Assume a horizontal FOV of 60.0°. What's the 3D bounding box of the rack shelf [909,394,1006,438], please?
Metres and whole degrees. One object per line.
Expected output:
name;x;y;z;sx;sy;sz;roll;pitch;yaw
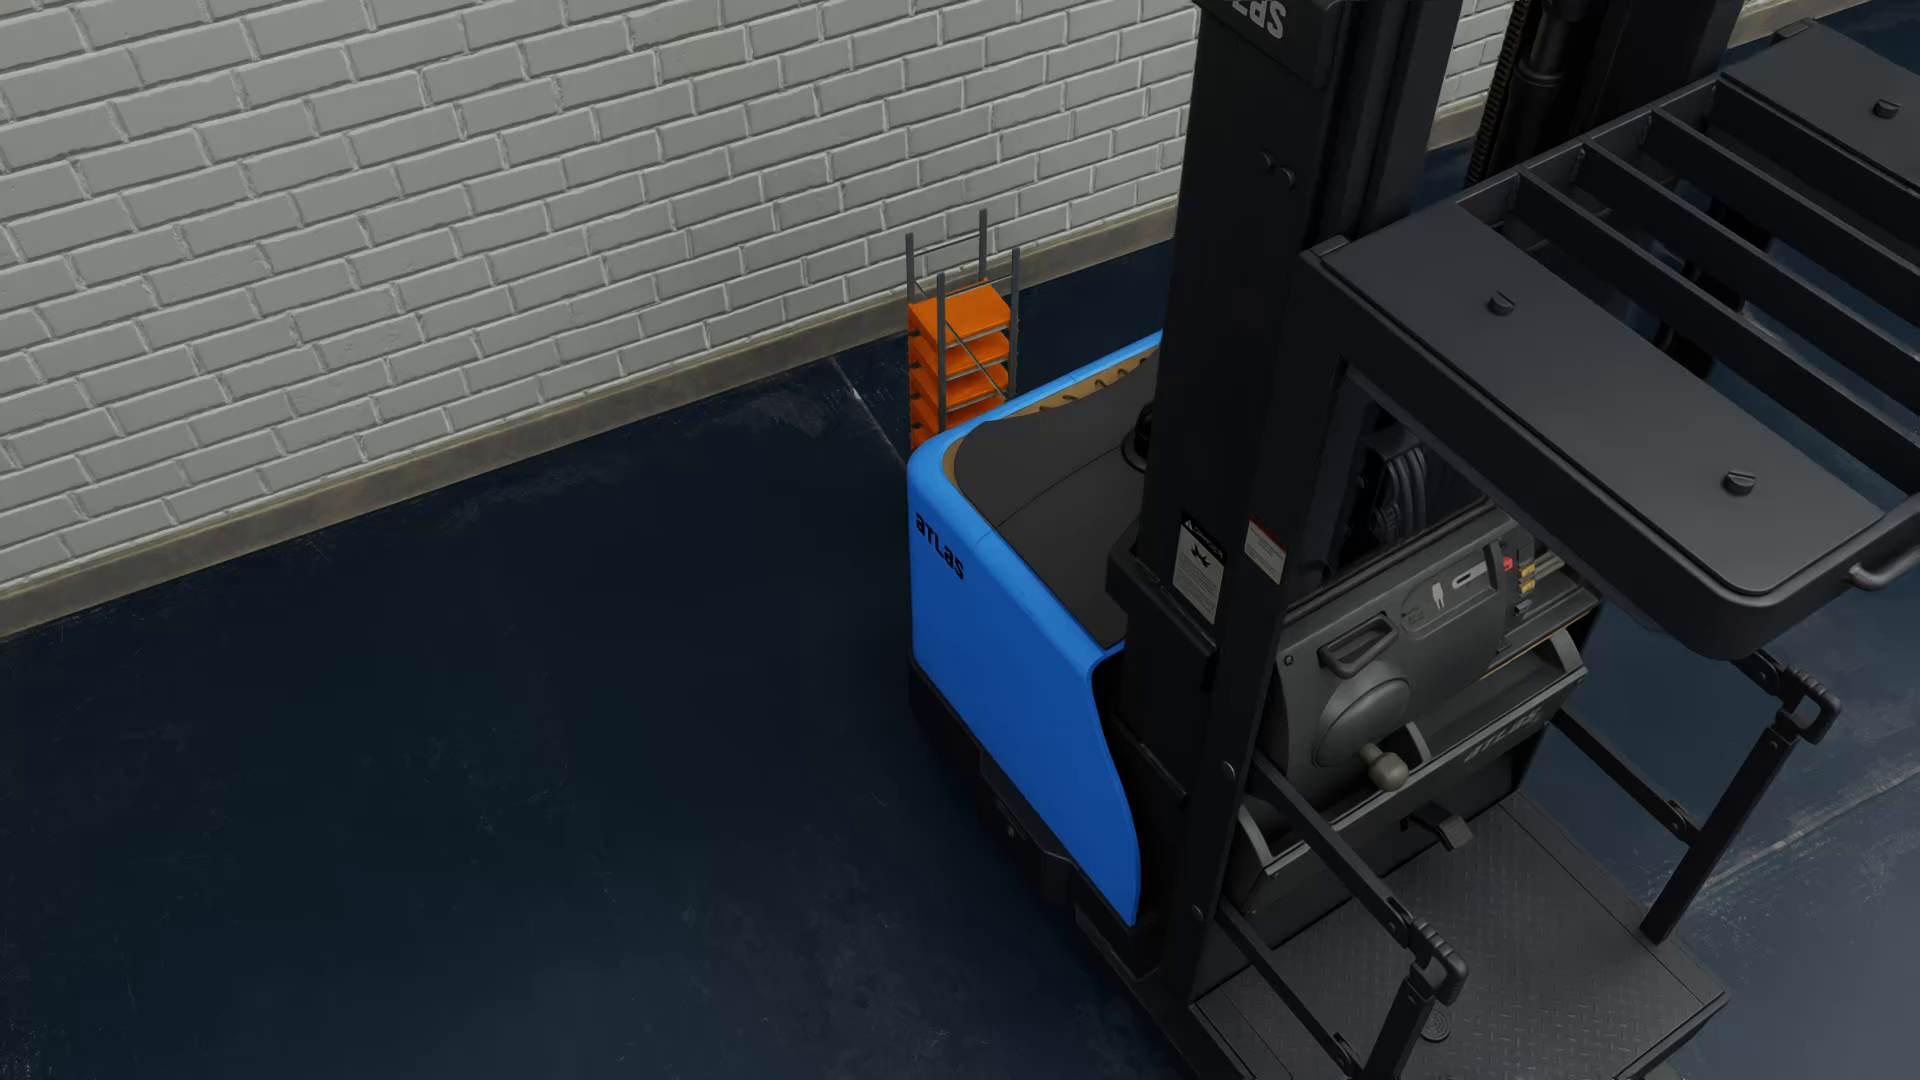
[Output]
rack shelf;0.007;-0.356;4.823;0.258;0.103;0.180;-21;52;-18

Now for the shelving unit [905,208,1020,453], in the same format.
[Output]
shelving unit;0.007;-0.385;4.790;0.258;1.200;0.189;-21;52;-18

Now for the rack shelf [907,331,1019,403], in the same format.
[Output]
rack shelf;0.007;-0.514;4.643;0.258;0.103;0.180;-21;52;-18

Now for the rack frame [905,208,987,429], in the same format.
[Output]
rack frame;-0.035;-0.447;4.843;0.240;1.200;0.006;-21;52;-18

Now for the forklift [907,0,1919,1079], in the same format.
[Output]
forklift;1.087;0.248;3.085;1.130;2.935;3.031;-27;54;-21

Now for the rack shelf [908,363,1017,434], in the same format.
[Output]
rack shelf;0.007;-0.435;4.733;0.258;0.103;0.180;-21;52;-18

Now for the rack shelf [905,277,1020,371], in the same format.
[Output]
rack shelf;0.007;-0.593;4.552;0.258;0.103;0.180;-21;52;-18

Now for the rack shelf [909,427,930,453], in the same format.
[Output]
rack shelf;0.007;-0.277;4.914;0.258;0.103;0.180;-21;52;-18

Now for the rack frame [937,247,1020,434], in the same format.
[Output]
rack frame;0.049;-0.324;4.736;0.240;1.200;0.006;-21;52;-18
